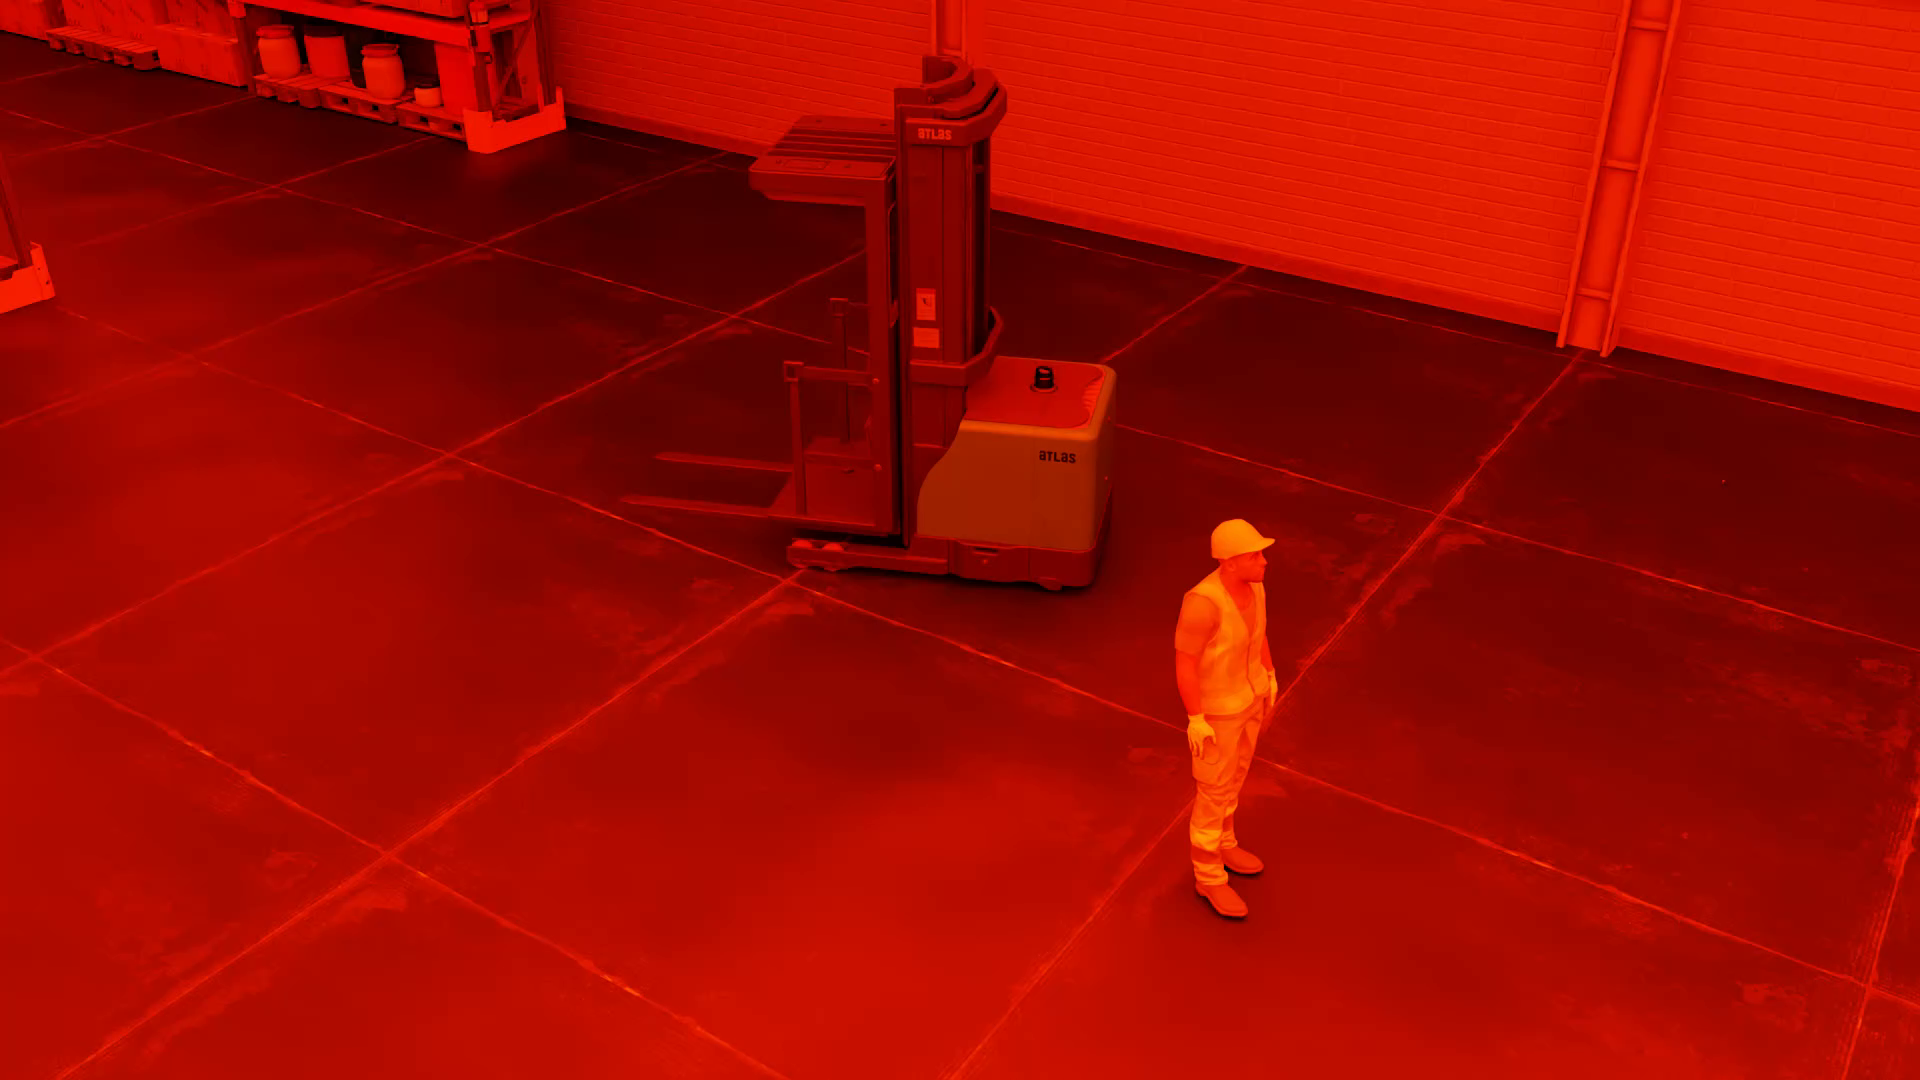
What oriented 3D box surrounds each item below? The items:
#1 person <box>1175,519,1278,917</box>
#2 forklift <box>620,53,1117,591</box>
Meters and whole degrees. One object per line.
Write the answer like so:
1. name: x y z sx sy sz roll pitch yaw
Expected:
1. person: 1.254 0.758 7.400 0.564 1.787 0.638 25 38 36
2. forklift: -0.596 -1.330 9.871 3.031 2.935 1.130 6 31 10
